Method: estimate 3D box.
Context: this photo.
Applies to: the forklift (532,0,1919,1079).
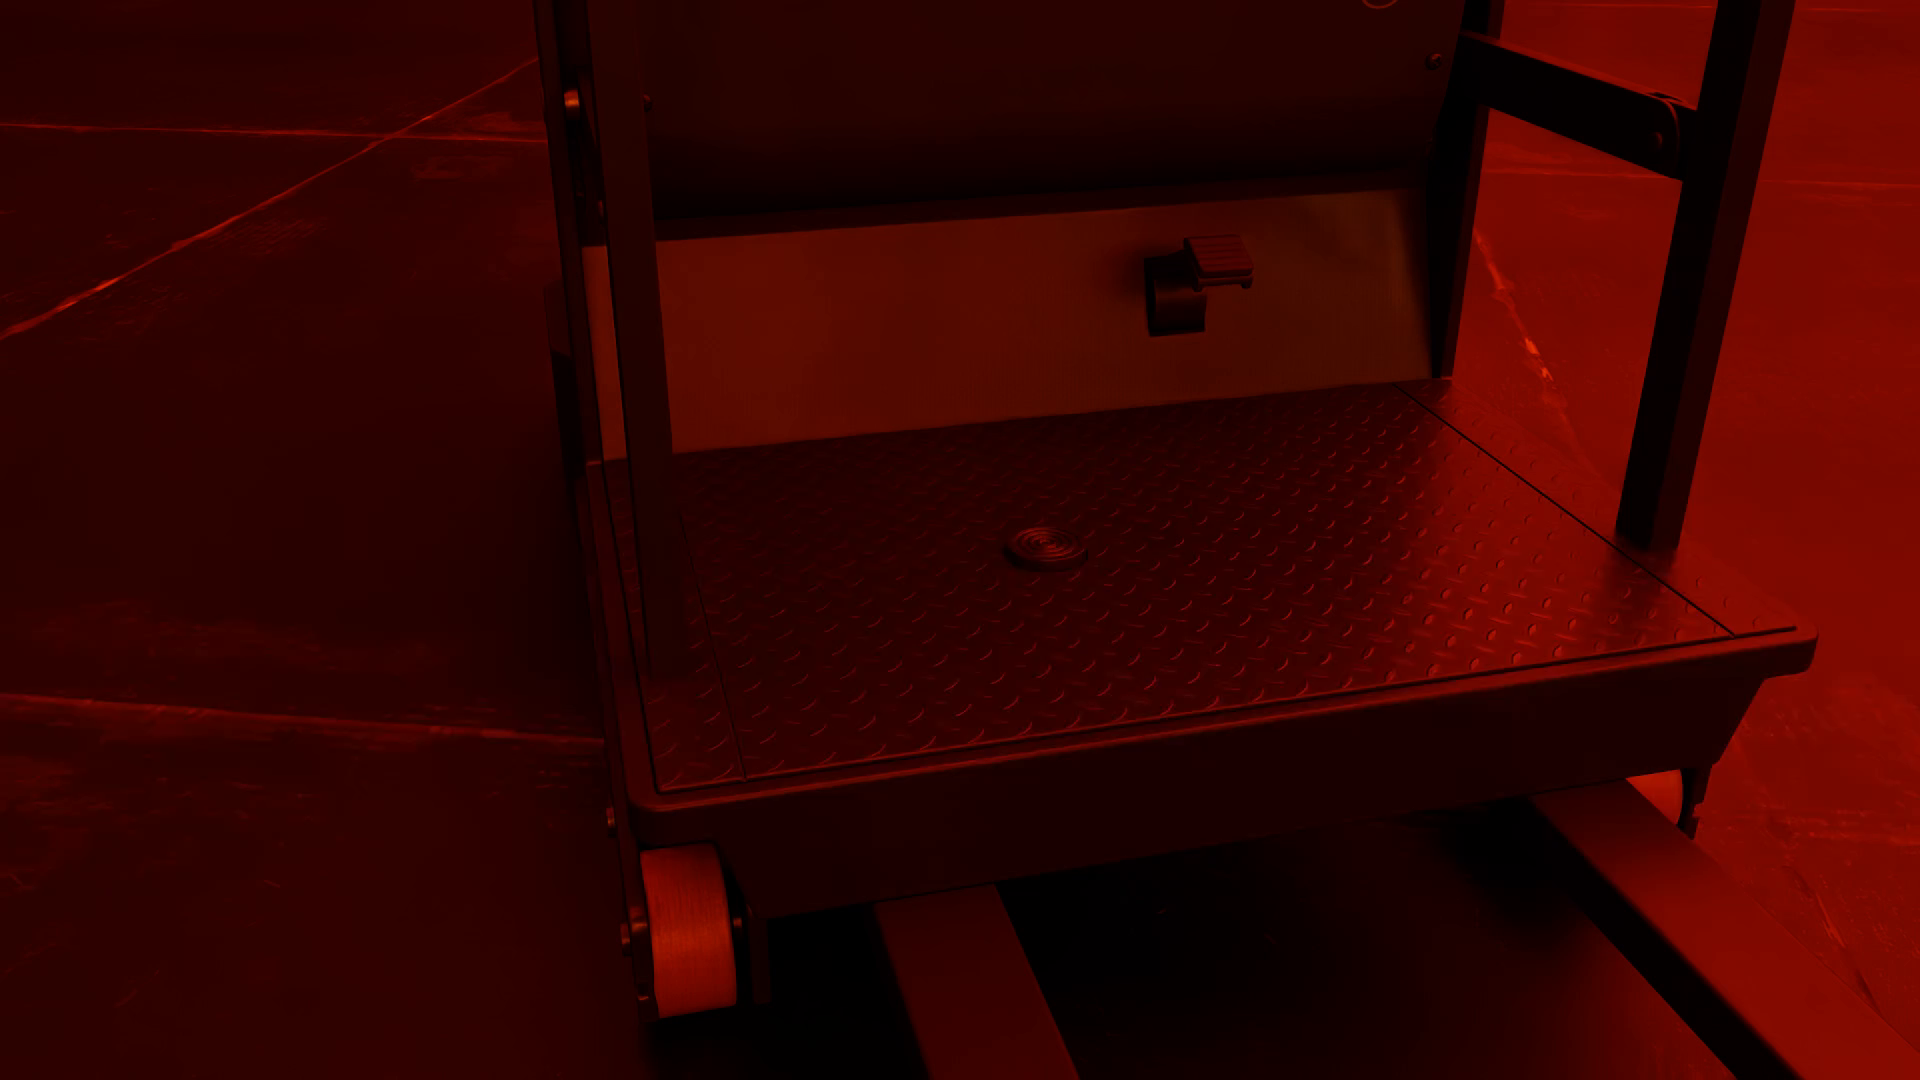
[{"bbox_3d":[0.153,-1.049,1.319,1.130,2.935,3.031,-7,27,-13],"label":"forklift"}]
